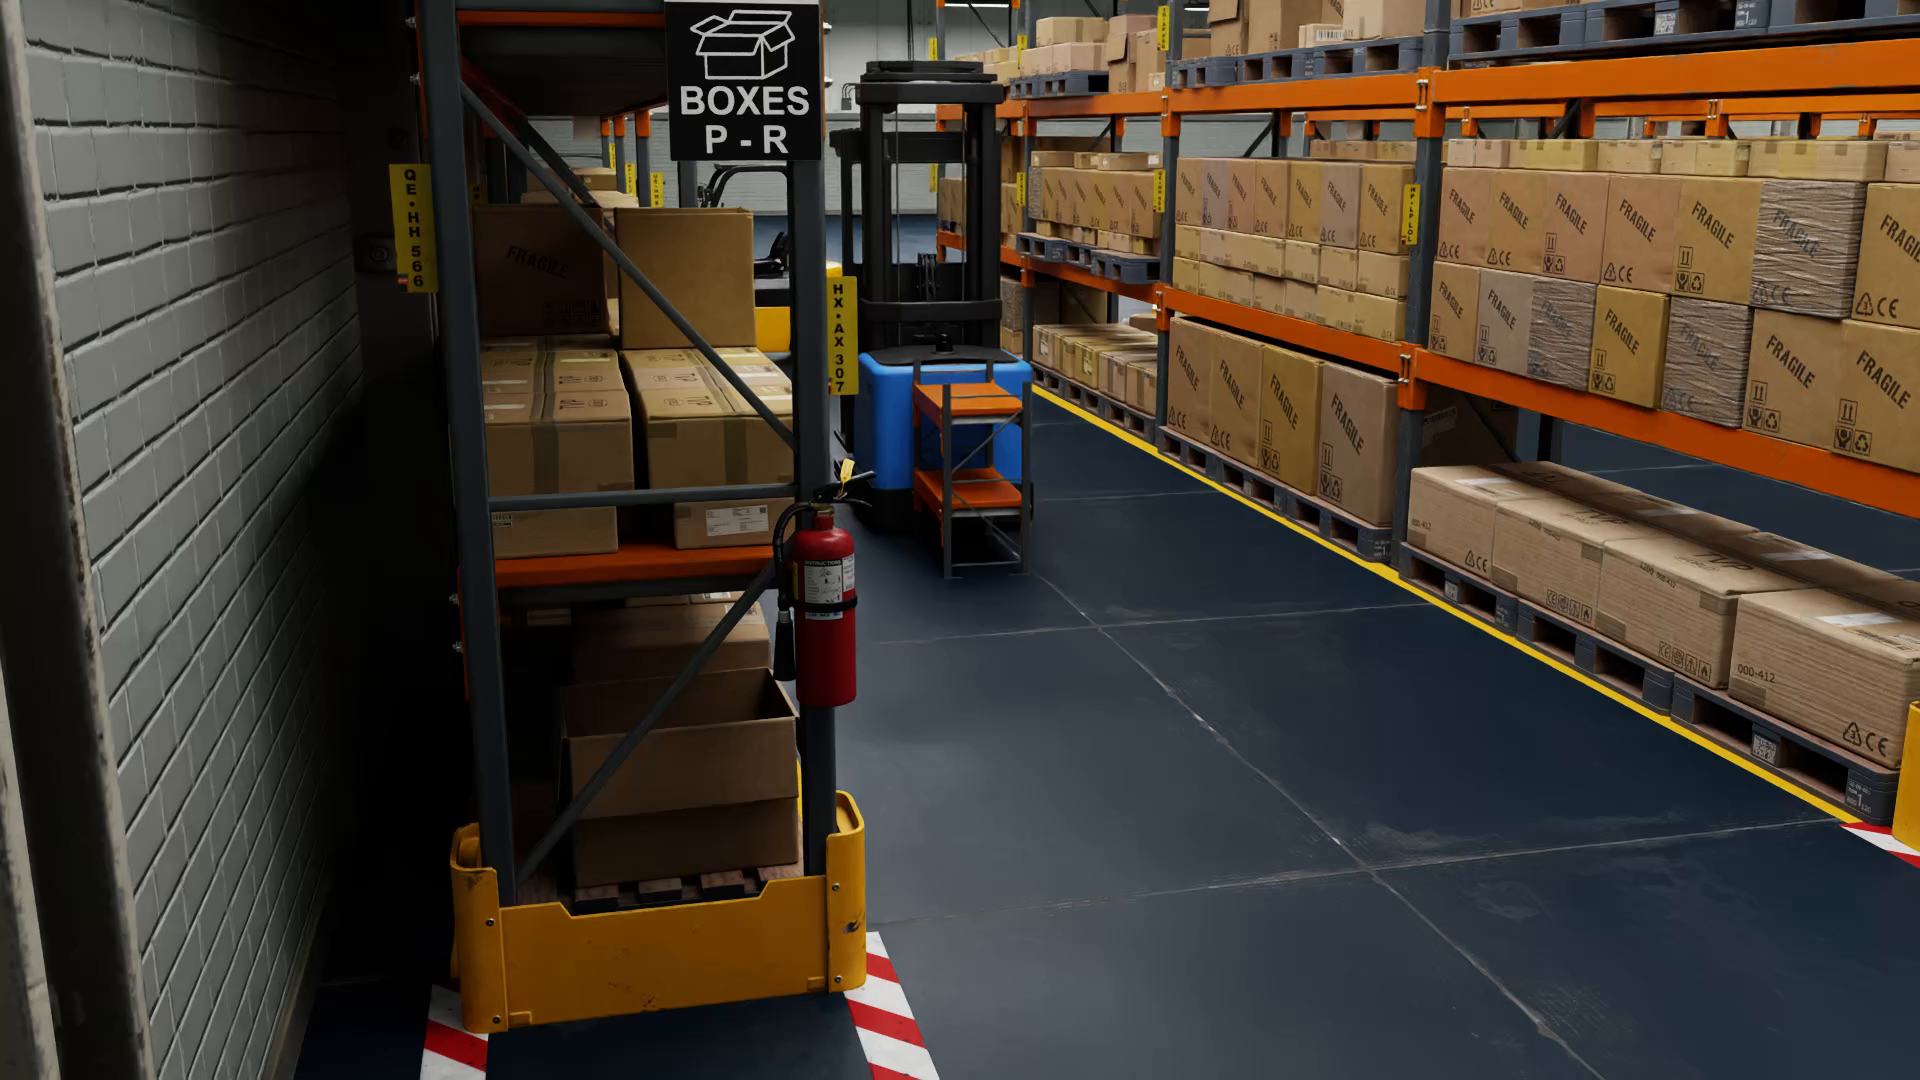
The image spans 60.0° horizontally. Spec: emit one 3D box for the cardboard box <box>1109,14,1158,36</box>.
[{"bbox_3d":[1.668,-4.627,15.103,0.500,0.250,0.500,-3,14,-12],"label":"cardboard box"}]

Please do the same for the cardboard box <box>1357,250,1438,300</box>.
[{"bbox_3d":[2.686,-1.569,9.792,0.500,0.250,0.500,-3,14,-13],"label":"cardboard box"}]

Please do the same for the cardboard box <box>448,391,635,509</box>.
[{"bbox_3d":[-1.225,-0.274,4.916,0.500,0.250,0.500,-3,14,-12],"label":"cardboard box"}]

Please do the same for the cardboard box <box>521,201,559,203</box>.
[{"bbox_3d":[-3.294,-2.618,13.246,0.380,0.149,0.250,-3,14,-14],"label":"cardboard box"}]

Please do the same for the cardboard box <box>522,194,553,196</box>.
[{"bbox_3d":[-3.733,-3.027,14.920,0.380,0.149,0.250,-3,14,-13],"label":"cardboard box"}]

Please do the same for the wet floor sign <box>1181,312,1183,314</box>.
[{"bbox_3d":[3.064,-3.131,21.884,0.267,0.644,0.232,-6,15,-23],"label":"wet floor sign"}]

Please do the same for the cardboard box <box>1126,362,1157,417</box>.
[{"bbox_3d":[1.963,-1.292,14.048,0.950,0.372,0.625,-4,14,-17],"label":"cardboard box"}]

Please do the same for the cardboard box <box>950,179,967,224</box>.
[{"bbox_3d":[0.174,-4.028,19.758,0.500,0.500,0.500,-3,14,-11],"label":"cardboard box"}]

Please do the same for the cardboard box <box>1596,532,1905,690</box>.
[{"bbox_3d":[3.490,0.295,7.413,0.875,0.438,0.875,-3,14,-12],"label":"cardboard box"}]

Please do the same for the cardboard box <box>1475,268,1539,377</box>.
[{"bbox_3d":[2.996,-1.120,8.482,0.500,0.500,0.500,-3,14,-13],"label":"cardboard box"}]

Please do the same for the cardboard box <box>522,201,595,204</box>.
[{"bbox_3d":[-2.769,-2.081,11.531,0.500,0.500,0.500,-3,14,-11],"label":"cardboard box"}]

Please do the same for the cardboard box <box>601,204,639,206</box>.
[{"bbox_3d":[-2.590,-2.471,12.645,0.380,0.149,0.250,-3,14,-12],"label":"cardboard box"}]

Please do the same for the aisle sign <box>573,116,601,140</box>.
[{"bbox_3d":[-4.347,-5.096,19.488,0.394,0.787,0.004,-3,14,-13],"label":"aisle sign"}]

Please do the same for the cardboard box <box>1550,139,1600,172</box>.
[{"bbox_3d":[3.057,-1.835,7.932,0.380,0.149,0.250,-4,14,-15],"label":"cardboard box"}]

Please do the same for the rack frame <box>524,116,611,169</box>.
[{"bbox_3d":[-4.617,-3.802,19.668,1.000,3.000,0.127,-3,14,-13],"label":"rack frame"}]

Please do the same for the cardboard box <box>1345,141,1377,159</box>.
[{"bbox_3d":[5.263,-4.630,20.465,0.875,0.550,0.550,-3,14,-13],"label":"cardboard box"}]

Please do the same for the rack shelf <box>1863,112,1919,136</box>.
[{"bbox_3d":[11.249,-4.355,17.129,1.077,0.370,4.000,-3,14,-13],"label":"rack shelf"}]

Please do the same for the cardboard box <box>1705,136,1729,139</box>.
[{"bbox_3d":[9.934,-4.937,21.372,0.500,0.500,0.500,-3,14,-13],"label":"cardboard box"}]

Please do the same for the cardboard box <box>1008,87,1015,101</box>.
[{"bbox_3d":[0.719,-4.668,17.424,0.380,0.149,0.250,-3,14,-13],"label":"cardboard box"}]

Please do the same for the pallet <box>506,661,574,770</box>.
[{"bbox_3d":[-1.348,0.762,6.865,1.003,0.211,1.213,-3,14,-13],"label":"pallet"}]

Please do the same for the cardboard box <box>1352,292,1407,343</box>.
[{"bbox_3d":[2.675,-1.328,9.857,0.500,0.250,0.500,-4,14,-15],"label":"cardboard box"}]

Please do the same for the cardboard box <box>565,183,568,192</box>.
[{"bbox_3d":[-4.616,-3.960,18.740,0.380,0.149,0.250,-4,14,-14],"label":"cardboard box"}]

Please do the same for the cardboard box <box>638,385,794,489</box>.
[{"bbox_3d":[-0.704,-0.302,5.032,0.500,0.250,0.500,-3,14,-13],"label":"cardboard box"}]

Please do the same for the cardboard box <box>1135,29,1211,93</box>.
[{"bbox_3d":[1.873,-3.959,13.779,0.700,0.500,0.500,-3,14,-13],"label":"cardboard box"}]

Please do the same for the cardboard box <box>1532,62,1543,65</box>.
[{"bbox_3d":[5.937,-4.790,16.828,0.250,0.149,0.380,-3,14,-13],"label":"cardboard box"}]

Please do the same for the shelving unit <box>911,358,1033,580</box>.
[{"bbox_3d":[0.056,-0.452,9.907,0.538,1.125,1.048,-3,14,-10],"label":"shelving unit"}]

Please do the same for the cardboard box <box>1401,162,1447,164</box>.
[{"bbox_3d":[3.055,-2.079,10.297,0.500,0.500,0.500,-3,14,-14],"label":"cardboard box"}]

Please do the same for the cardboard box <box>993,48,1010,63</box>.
[{"bbox_3d":[0.562,-5.113,17.565,0.380,0.149,0.250,-3,14,-12],"label":"cardboard box"}]

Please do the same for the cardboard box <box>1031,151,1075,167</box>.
[{"bbox_3d":[0.913,-3.740,16.328,0.380,0.149,0.250,-3,14,-13],"label":"cardboard box"}]

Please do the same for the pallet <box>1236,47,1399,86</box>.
[{"bbox_3d":[2.555,-3.196,11.265,1.003,0.211,1.213,-3,14,-11],"label":"pallet"}]

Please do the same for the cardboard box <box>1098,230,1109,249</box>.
[{"bbox_3d":[1.415,-2.613,14.446,0.380,0.149,0.250,-3,14,-12],"label":"cardboard box"}]

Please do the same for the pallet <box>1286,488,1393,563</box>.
[{"bbox_3d":[2.771,-0.130,10.515,1.003,0.211,1.213,-3,14,-13],"label":"pallet"}]

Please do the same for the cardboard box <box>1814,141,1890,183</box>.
[{"bbox_3d":[3.461,-1.421,6.240,0.380,0.149,0.250,-3,14,-14],"label":"cardboard box"}]

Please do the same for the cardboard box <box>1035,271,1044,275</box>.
[{"bbox_3d":[1.013,-2.783,18.826,0.500,0.500,0.500,-3,14,-10],"label":"cardboard box"}]

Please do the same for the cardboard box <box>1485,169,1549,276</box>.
[{"bbox_3d":[3.015,-1.605,8.359,0.500,0.500,0.500,-3,14,-14],"label":"cardboard box"}]

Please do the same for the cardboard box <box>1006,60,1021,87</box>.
[{"bbox_3d":[0.781,-4.773,17.010,0.500,0.250,0.500,-3,14,-14],"label":"cardboard box"}]

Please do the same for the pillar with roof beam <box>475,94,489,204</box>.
[{"bbox_3d":[-1.145,-6.745,19.075,9.100,9.000,0.400,-3,14,-13],"label":"pillar with roof beam"}]

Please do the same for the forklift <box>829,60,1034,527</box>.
[{"bbox_3d":[-0.309,-1.809,11.656,1.130,2.935,3.031,-3,14,-10],"label":"forklift"}]

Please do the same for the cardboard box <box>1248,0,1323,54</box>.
[{"bbox_3d":[2.503,-3.726,11.941,0.700,0.500,0.500,-4,14,-16],"label":"cardboard box"}]

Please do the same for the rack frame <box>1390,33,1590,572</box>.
[{"bbox_3d":[3.026,-1.311,9.473,1.000,3.000,0.127,-3,14,-13],"label":"rack frame"}]

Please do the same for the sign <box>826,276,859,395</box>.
[{"bbox_3d":[-0.332,-0.562,4.581,0.100,0.325,0.005,-3,14,-13],"label":"sign"}]

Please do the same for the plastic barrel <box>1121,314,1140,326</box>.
[{"bbox_3d":[2.164,-2.436,19.505,0.512,0.421,0.421,7,15,26],"label":"plastic barrel"}]

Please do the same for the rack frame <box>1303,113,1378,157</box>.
[{"bbox_3d":[4.995,-4.379,22.029,1.000,3.000,0.127,-3,14,-13],"label":"rack frame"}]

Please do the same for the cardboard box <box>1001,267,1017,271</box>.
[{"bbox_3d":[0.371,-2.868,19.176,0.500,0.500,0.500,-3,14,-12],"label":"cardboard box"}]

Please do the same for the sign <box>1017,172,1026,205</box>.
[{"bbox_3d":[0.621,-3.545,16.793,0.100,0.325,0.005,-3,14,-13],"label":"sign"}]

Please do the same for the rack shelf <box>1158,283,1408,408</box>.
[{"bbox_3d":[2.556,-1.423,11.447,1.077,0.370,4.000,-3,14,-13],"label":"rack shelf"}]

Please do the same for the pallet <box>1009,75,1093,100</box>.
[{"bbox_3d":[1.188,-4.374,16.086,1.213,0.211,1.003,-3,14,-13],"label":"pallet"}]

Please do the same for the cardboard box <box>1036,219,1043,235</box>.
[{"bbox_3d":[0.969,-3.093,16.413,0.380,0.149,0.250,-3,14,-12],"label":"cardboard box"}]

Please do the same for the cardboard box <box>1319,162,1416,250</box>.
[{"bbox_3d":[2.548,-2.053,10.194,0.500,0.500,0.500,-3,14,-12],"label":"cardboard box"}]

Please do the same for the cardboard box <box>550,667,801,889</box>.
[{"bbox_3d":[-0.910,0.752,5.405,0.797,0.503,0.637,-4,14,-15],"label":"cardboard box"}]

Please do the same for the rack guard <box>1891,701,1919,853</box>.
[{"bbox_3d":[3.971,0.832,5.970,1.175,0.500,0.348,-3,14,-13],"label":"rack guard"}]

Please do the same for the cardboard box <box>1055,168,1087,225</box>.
[{"bbox_3d":[1.199,-3.199,15.479,0.500,0.500,0.500,-3,14,-14],"label":"cardboard box"}]

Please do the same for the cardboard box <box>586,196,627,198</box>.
[{"bbox_3d":[-3.052,-2.883,14.330,0.380,0.149,0.250,-3,14,-13],"label":"cardboard box"}]
